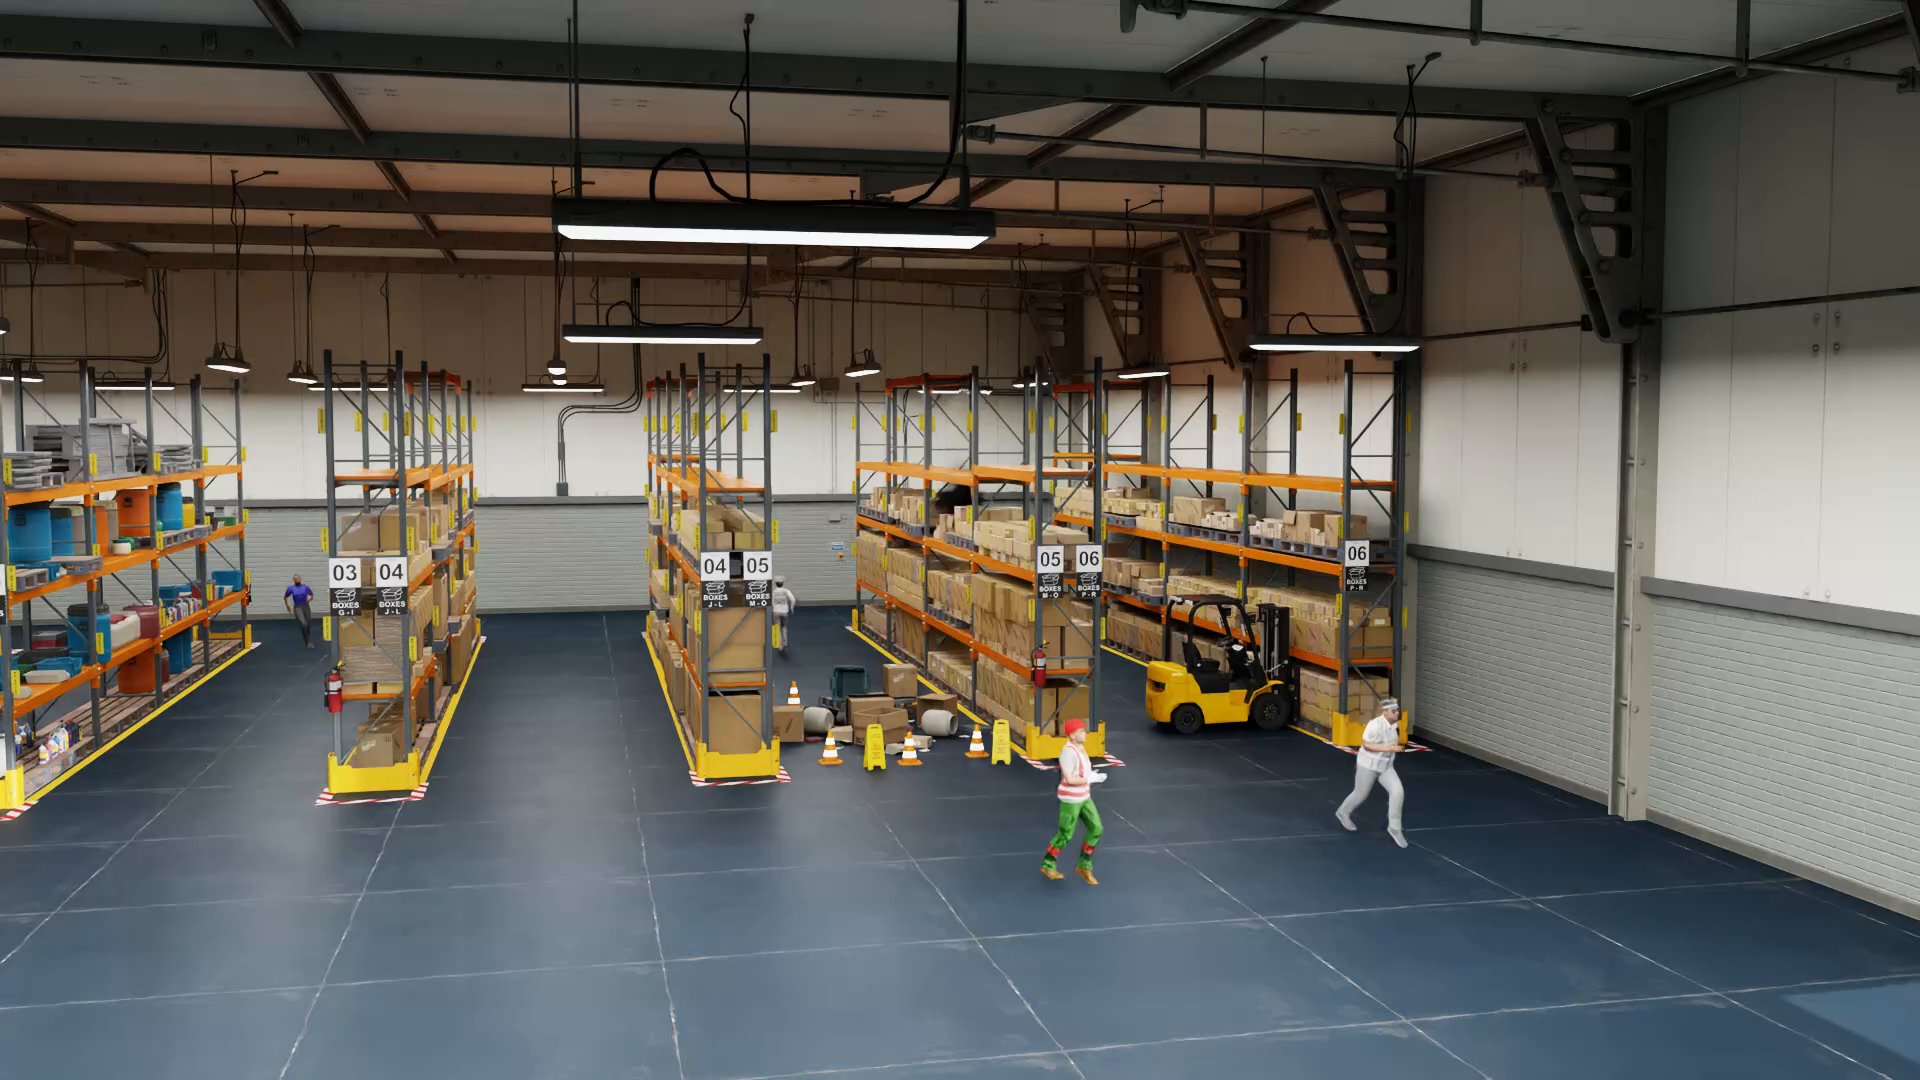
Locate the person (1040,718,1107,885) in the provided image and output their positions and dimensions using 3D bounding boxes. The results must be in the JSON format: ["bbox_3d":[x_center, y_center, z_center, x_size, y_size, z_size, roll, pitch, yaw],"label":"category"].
[{"bbox_3d":[1.254,2.855,18.041,0.760,1.852,0.664,2,4,27],"label":"person"}]

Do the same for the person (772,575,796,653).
[{"bbox_3d":[-3.911,1.637,36.263,0.580,1.720,0.709,-1,4,-16],"label":"person"}]

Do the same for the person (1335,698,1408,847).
[{"bbox_3d":[4.968,2.754,20.030,0.658,1.799,0.990,-3,5,-34],"label":"person"}]

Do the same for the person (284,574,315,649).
[{"bbox_3d":[-14.803,1.593,37.326,0.615,1.659,0.796,-3,5,-35],"label":"person"}]
